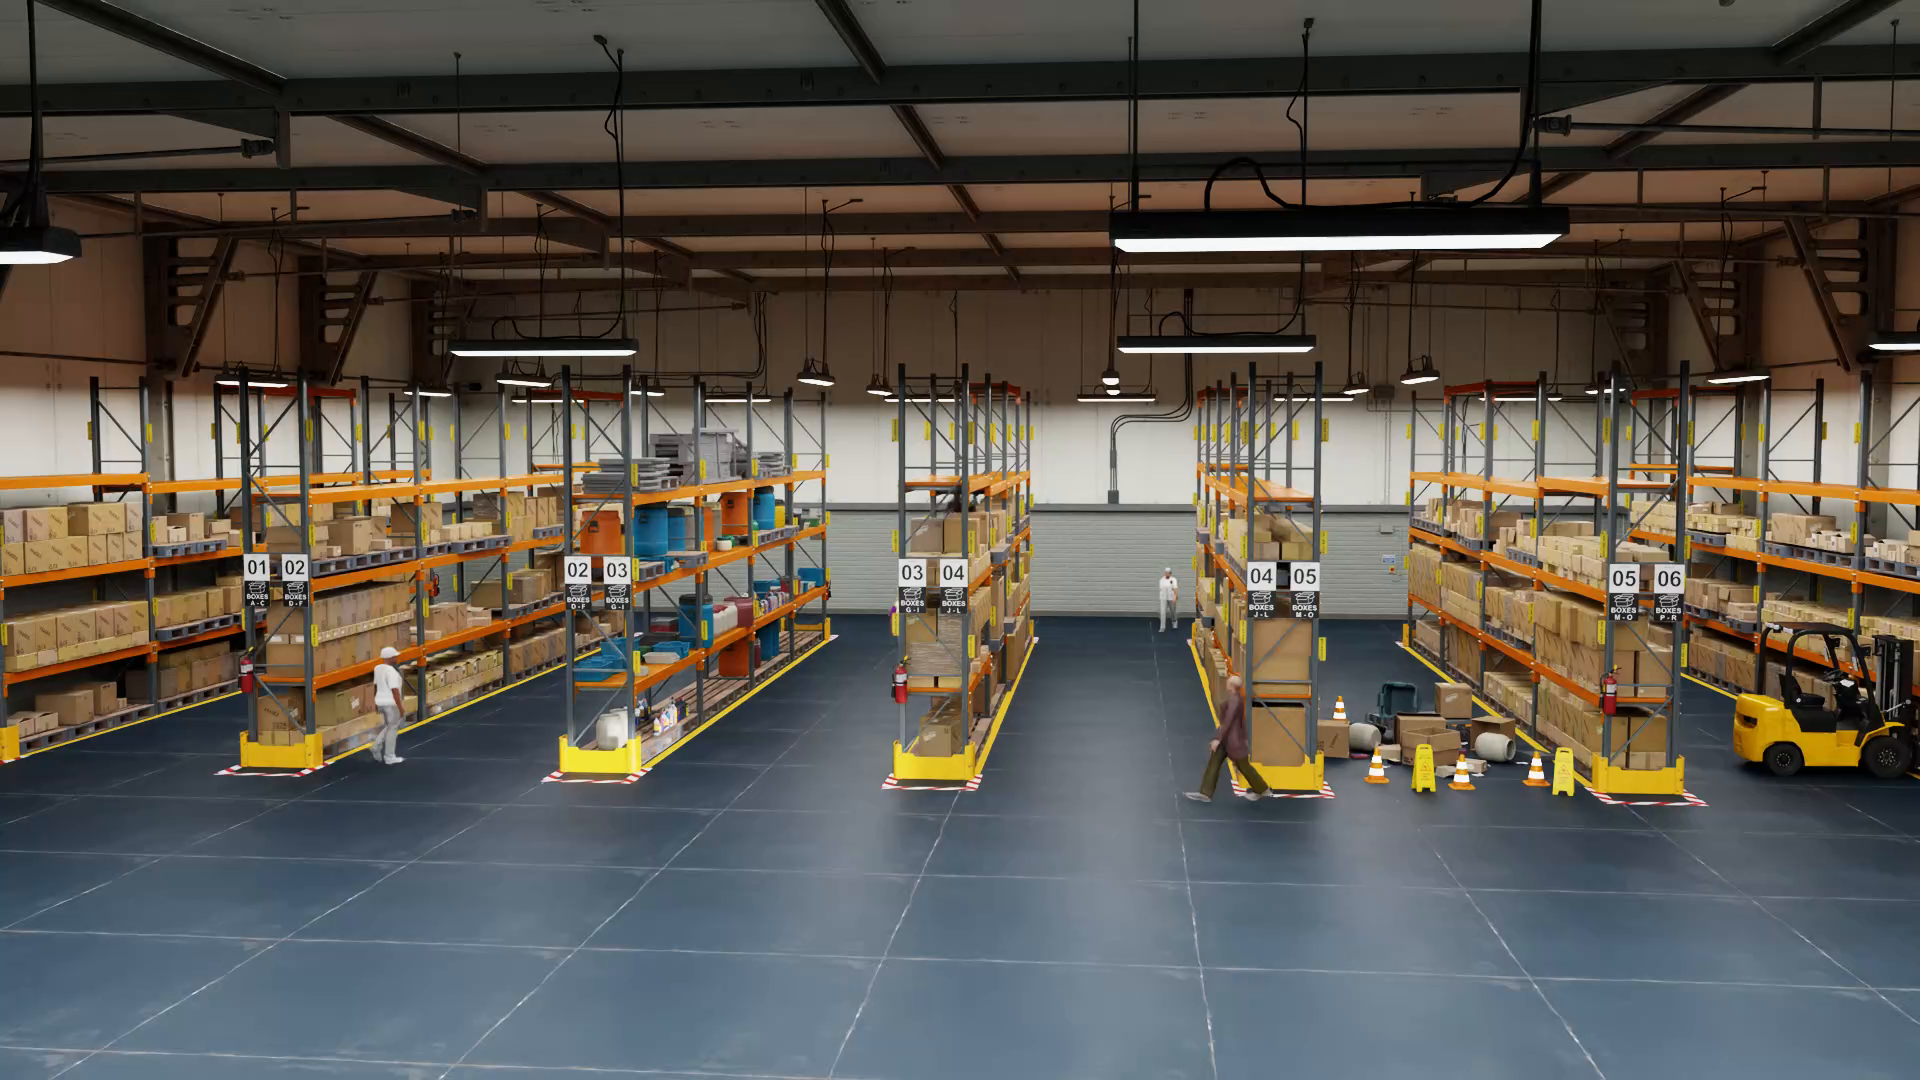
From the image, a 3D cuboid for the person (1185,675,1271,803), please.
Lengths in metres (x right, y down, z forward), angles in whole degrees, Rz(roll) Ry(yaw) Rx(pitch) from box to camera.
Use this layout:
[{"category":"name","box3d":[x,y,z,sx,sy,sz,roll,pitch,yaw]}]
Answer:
[{"category":"person","box3d":[3.644,2.692,22.447,1.119,1.737,0.527,-1,4,-18]}]

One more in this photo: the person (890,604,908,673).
[{"category":"person","box3d":[-1.182,1.914,34.674,0.581,1.723,0.999,0,4,3]}]

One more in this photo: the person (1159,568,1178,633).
[{"category":"person","box3d":[5.248,1.501,41.901,0.498,1.617,0.982,1,4,15]}]

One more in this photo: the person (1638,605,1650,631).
[{"category":"person","box3d":[13.074,2.114,32.135,0.440,1.714,0.523,3,4,35]}]

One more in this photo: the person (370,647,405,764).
[{"category":"person","box3d":[-8.642,2.491,25.136,0.625,1.761,0.480,3,5,38]}]
